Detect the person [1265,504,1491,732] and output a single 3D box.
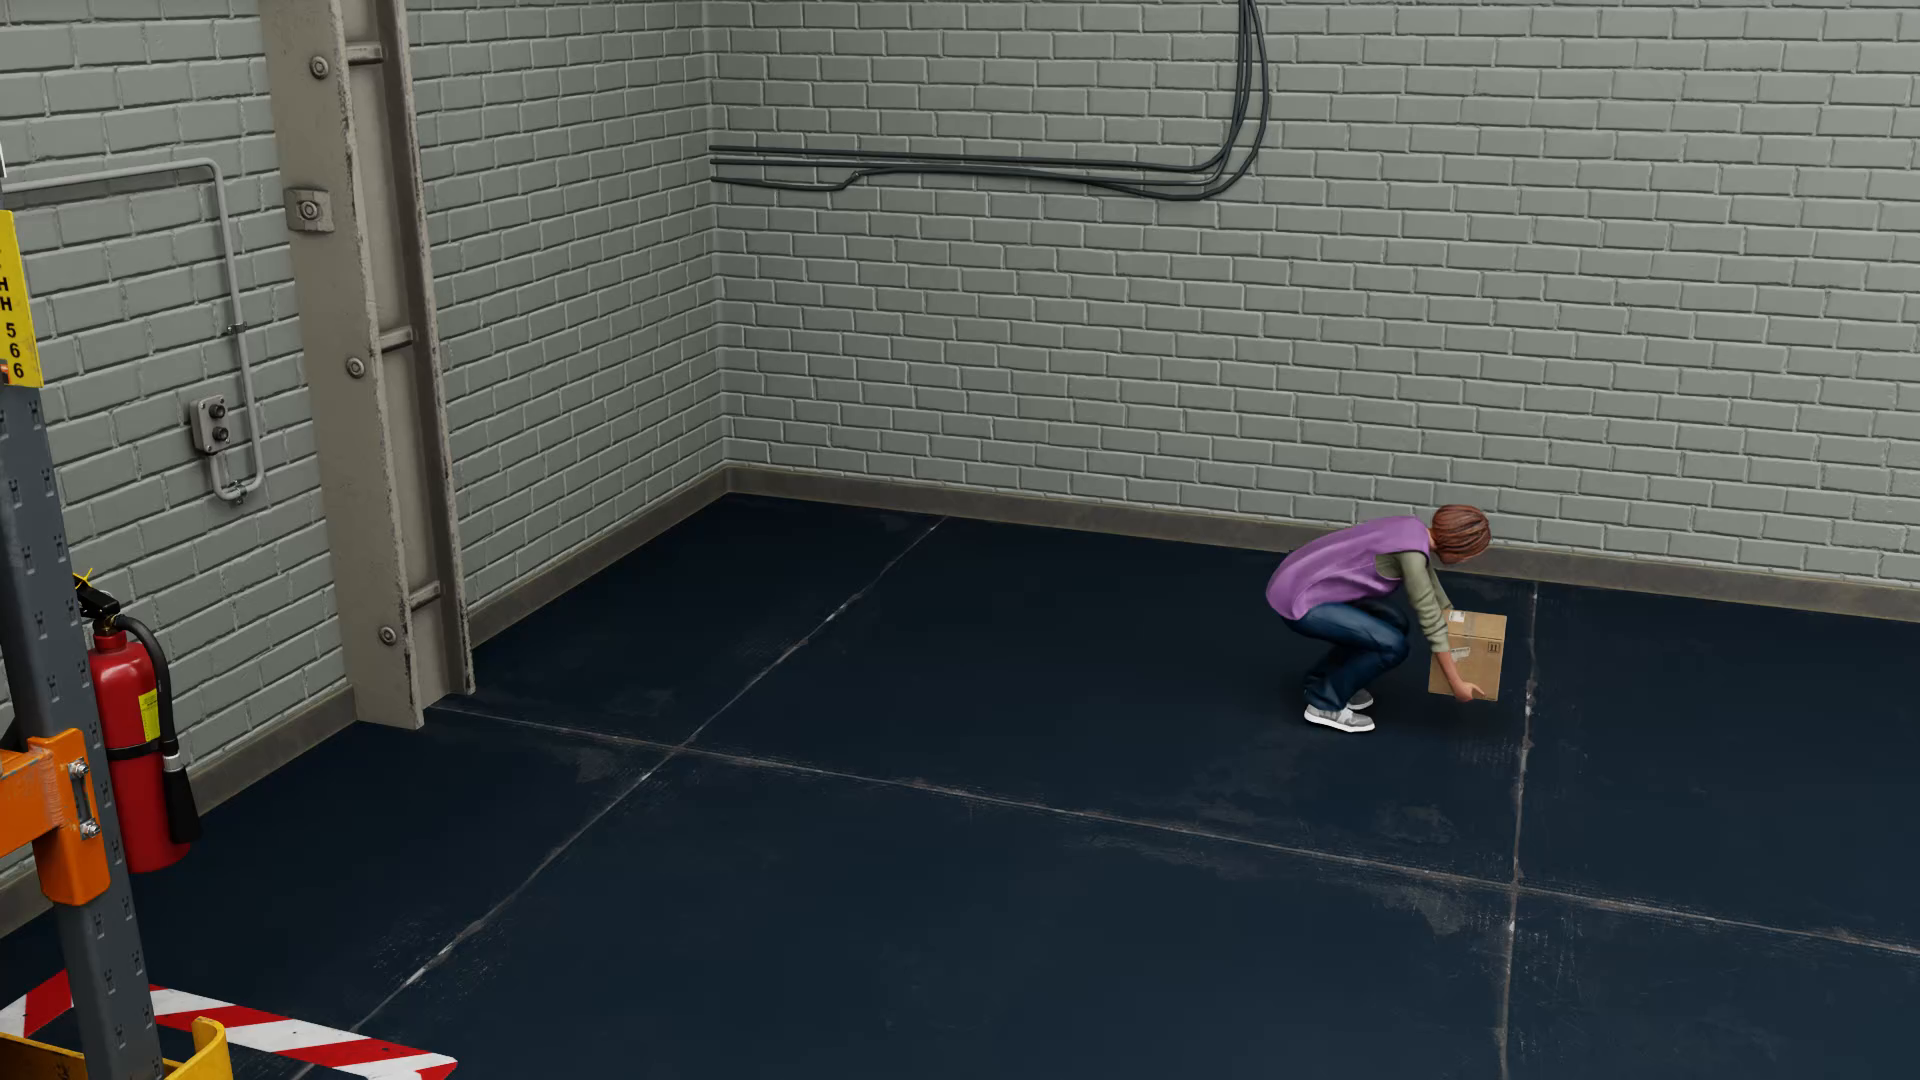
[{"bbox_3d":[1.594,0.279,6.349,0.849,0.901,0.417,6,20,17],"label":"person"}]
